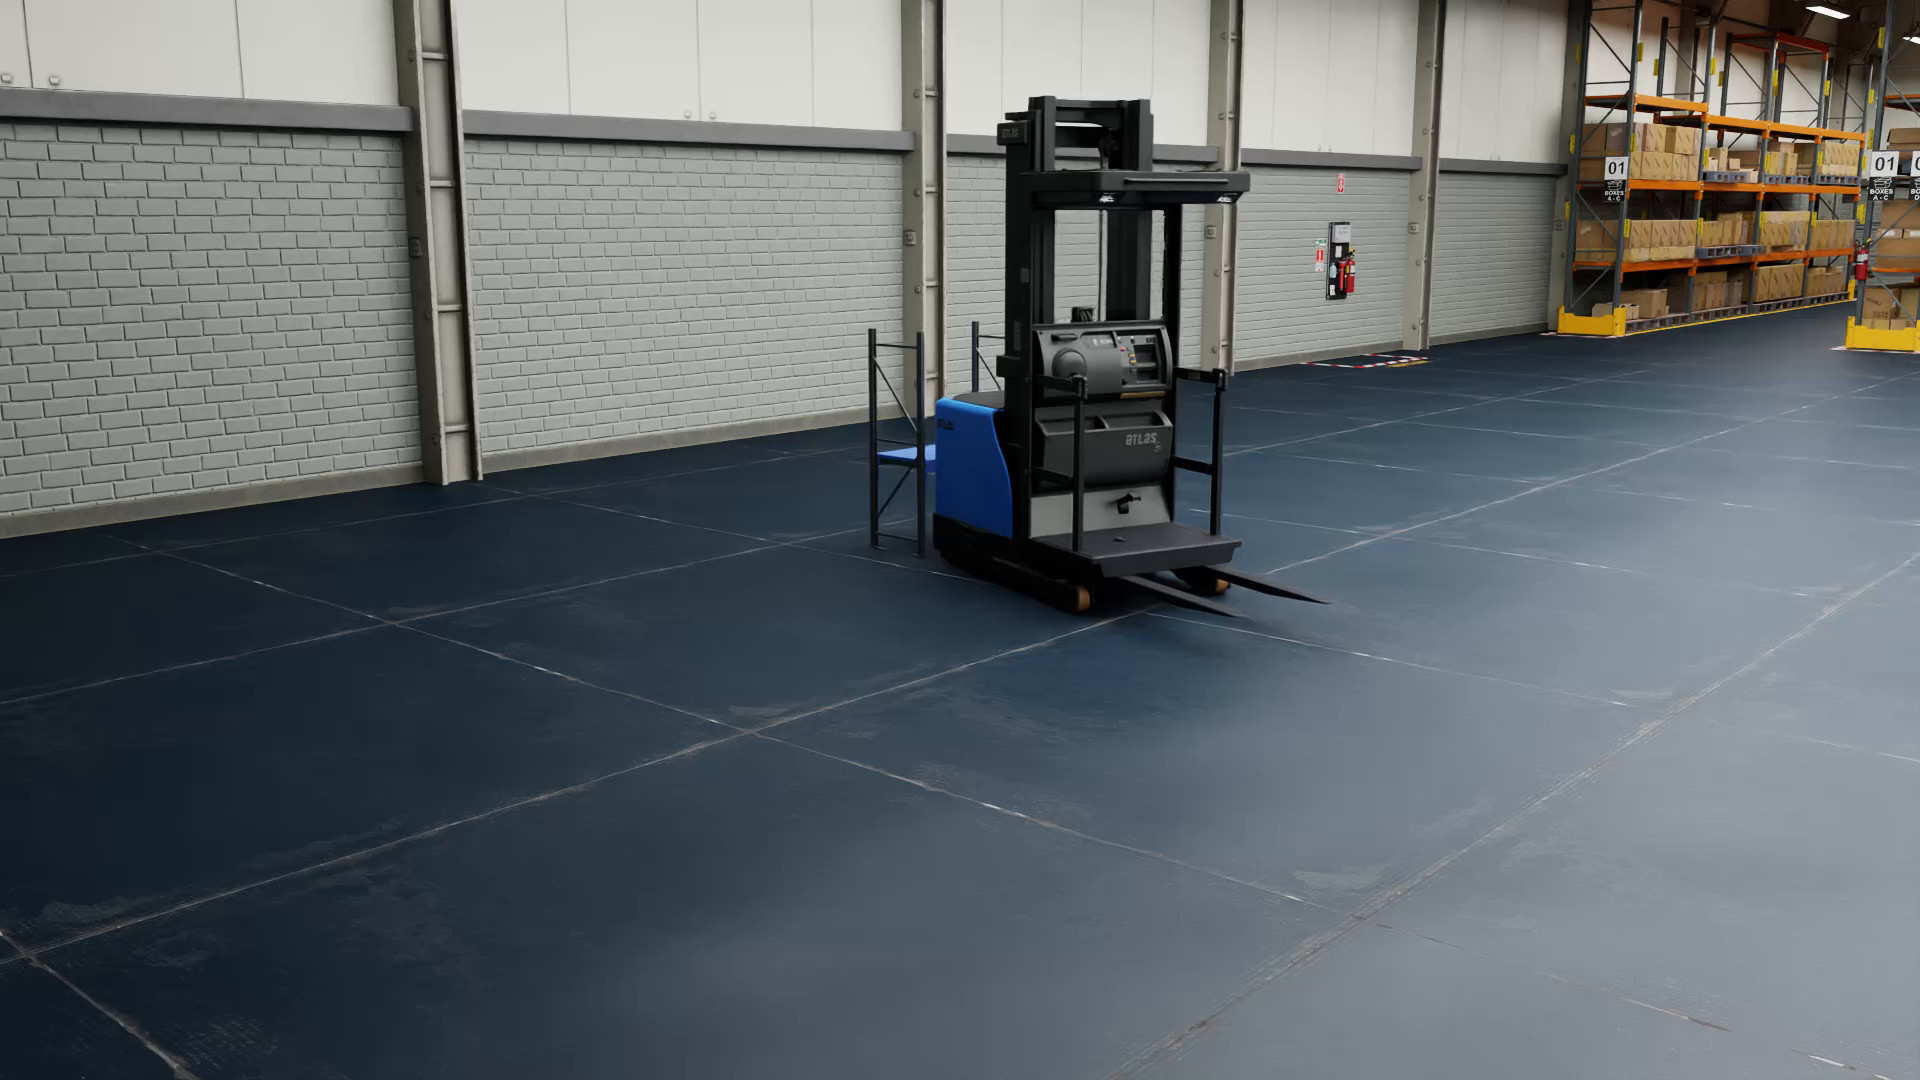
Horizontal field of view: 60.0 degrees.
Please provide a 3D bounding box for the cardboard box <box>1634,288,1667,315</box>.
[{"bbox_3d":[13.666,-4.720,32.944,0.500,0.500,0.500,8,14,36],"label":"cardboard box"}]

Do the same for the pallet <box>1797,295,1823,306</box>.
[{"bbox_3d":[20.162,-5.799,40.209,1.003,0.211,1.213,10,15,40],"label":"pallet"}]

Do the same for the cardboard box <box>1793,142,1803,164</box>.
[{"bbox_3d":[19.887,-9.218,39.688,0.500,0.500,0.500,10,15,40],"label":"cardboard box"}]

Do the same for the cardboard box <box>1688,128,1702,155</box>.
[{"bbox_3d":[14.194,-7.799,32.585,0.500,0.500,0.500,8,14,36],"label":"cardboard box"}]

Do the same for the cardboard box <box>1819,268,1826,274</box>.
[{"bbox_3d":[20.880,-6.564,40.569,0.380,0.149,0.250,9,15,39],"label":"cardboard box"}]

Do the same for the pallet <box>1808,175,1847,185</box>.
[{"bbox_3d":[20.955,-8.790,40.631,1.003,0.211,1.213,10,15,40],"label":"pallet"}]

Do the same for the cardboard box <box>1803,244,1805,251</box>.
[{"bbox_3d":[19.591,-6.865,39.016,0.380,0.149,0.250,10,15,41],"label":"cardboard box"}]

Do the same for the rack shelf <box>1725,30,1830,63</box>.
[{"bbox_3d":[18.281,-10.990,37.110,1.077,0.370,4.000,10,15,40],"label":"rack shelf"}]

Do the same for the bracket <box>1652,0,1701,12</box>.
[{"bbox_3d":[13.734,-10.616,32.696,0.076,0.066,4.783,10,15,40],"label":"bracket"}]

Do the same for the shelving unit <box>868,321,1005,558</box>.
[{"bbox_3d":[-0.073,-0.725,11.510,0.538,1.500,1.048,10,15,42],"label":"shelving unit"}]

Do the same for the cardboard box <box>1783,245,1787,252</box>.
[{"bbox_3d":[18.719,-6.684,38.109,0.380,0.149,0.250,9,15,39],"label":"cardboard box"}]

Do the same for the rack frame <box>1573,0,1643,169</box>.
[{"bbox_3d":[11.680,-8.242,29.999,1.000,3.000,0.127,10,15,40],"label":"rack frame"}]

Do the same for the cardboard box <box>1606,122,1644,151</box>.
[{"bbox_3d":[12.117,-7.345,30.310,0.500,0.500,0.500,8,14,36],"label":"cardboard box"}]

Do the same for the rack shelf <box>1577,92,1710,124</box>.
[{"bbox_3d":[13.000,-8.181,31.543,1.077,0.370,4.000,10,15,40],"label":"rack shelf"}]

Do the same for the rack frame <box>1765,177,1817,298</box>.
[{"bbox_3d":[19.601,-7.065,39.426,1.000,3.000,0.127,10,15,40],"label":"rack frame"}]

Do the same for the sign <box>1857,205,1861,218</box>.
[{"bbox_3d":[22.640,-8.265,41.874,0.100,0.325,0.005,10,15,40],"label":"sign"}]

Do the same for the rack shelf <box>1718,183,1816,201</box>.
[{"bbox_3d":[18.281,-7.889,37.729,1.077,0.370,4.000,10,15,40],"label":"rack shelf"}]

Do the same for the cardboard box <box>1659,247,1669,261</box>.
[{"bbox_3d":[13.249,-5.493,31.887,0.500,0.250,0.500,10,15,41],"label":"cardboard box"}]

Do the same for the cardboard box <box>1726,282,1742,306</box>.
[{"bbox_3d":[16.525,-5.354,36.117,0.700,0.500,0.500,10,15,41],"label":"cardboard box"}]

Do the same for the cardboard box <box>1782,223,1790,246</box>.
[{"bbox_3d":[18.493,-6.946,37.764,0.500,0.500,0.500,10,15,42],"label":"cardboard box"}]

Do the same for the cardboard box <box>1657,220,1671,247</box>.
[{"bbox_3d":[13.232,-5.859,31.805,0.500,0.500,0.500,10,15,42],"label":"cardboard box"}]

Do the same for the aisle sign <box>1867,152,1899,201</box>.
[{"bbox_3d":[15.140,-5.963,27.270,0.394,0.787,0.004,10,15,40],"label":"aisle sign"}]

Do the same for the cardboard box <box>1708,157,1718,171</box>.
[{"bbox_3d":[15.148,-7.682,34.011,0.500,0.311,0.500,10,15,42],"label":"cardboard box"}]

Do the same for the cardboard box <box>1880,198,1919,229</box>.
[{"bbox_3d":[15.756,-5.420,27.620,0.700,0.500,0.500,10,15,41],"label":"cardboard box"}]

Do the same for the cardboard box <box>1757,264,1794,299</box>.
[{"bbox_3d":[18.686,-5.973,38.376,0.750,0.750,0.750,10,15,42],"label":"cardboard box"}]

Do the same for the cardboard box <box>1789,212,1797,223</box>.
[{"bbox_3d":[18.804,-7.387,38.056,0.500,0.250,0.500,10,15,41],"label":"cardboard box"}]

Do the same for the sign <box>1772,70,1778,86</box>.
[{"bbox_3d":[17.375,-9.847,35.449,0.100,0.325,0.005,10,15,40],"label":"sign"}]

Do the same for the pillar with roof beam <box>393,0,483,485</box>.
[{"bbox_3d":[-1.116,-4.369,10.609,9.100,9.000,0.400,10,15,40],"label":"pillar with roof beam"}]

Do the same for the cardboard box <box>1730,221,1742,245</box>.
[{"bbox_3d":[16.310,-6.585,35.645,0.700,0.500,0.500,8,14,35],"label":"cardboard box"}]

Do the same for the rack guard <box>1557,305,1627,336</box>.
[{"bbox_3d":[11.730,-4.085,30.887,1.175,0.500,0.348,10,15,40],"label":"rack guard"}]

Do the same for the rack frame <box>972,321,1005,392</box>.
[{"bbox_3d":[0.276,-0.797,11.872,0.500,1.500,0.032,10,15,42],"label":"rack frame"}]

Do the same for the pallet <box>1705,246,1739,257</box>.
[{"bbox_3d":[15.685,-6.086,35.014,1.003,0.211,1.213,10,15,40],"label":"pallet"}]

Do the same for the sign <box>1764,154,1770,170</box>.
[{"bbox_3d":[17.367,-8.131,35.782,0.100,0.325,0.005,10,15,40],"label":"sign"}]

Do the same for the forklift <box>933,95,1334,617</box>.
[{"bbox_3d":[0.978,-1.115,9.811,1.130,2.935,3.031,-6,13,-29],"label":"forklift"}]

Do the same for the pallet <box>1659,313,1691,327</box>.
[{"bbox_3d":[13.904,-4.417,33.289,1.003,0.211,1.213,10,15,40],"label":"pallet"}]

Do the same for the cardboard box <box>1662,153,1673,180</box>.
[{"bbox_3d":[13.147,-7.079,31.532,0.500,0.500,0.500,11,16,44],"label":"cardboard box"}]

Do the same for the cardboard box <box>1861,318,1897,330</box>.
[{"bbox_3d":[15.536,-3.634,28.197,0.500,0.250,0.500,10,15,40],"label":"cardboard box"}]

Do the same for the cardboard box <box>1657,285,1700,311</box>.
[{"bbox_3d":[14.794,-4.989,34.288,0.700,0.500,0.500,10,15,42],"label":"cardboard box"}]

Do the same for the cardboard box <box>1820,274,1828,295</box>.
[{"bbox_3d":[20.847,-6.291,40.859,0.700,0.500,0.500,10,15,42],"label":"cardboard box"}]

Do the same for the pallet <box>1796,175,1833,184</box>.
[{"bbox_3d":[20.149,-8.612,39.737,1.003,0.211,1.213,10,15,40],"label":"pallet"}]

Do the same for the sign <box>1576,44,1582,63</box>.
[{"bbox_3d":[11.277,-8.852,30.266,0.100,0.325,0.005,10,15,40],"label":"sign"}]

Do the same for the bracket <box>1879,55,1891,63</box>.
[{"bbox_3d":[25.479,-13.234,45.803,0.235,0.232,0.430,10,15,40],"label":"bracket"}]

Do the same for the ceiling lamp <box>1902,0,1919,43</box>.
[{"bbox_3d":[21.158,-12.384,35.836,0.800,3.185,2.000,10,15,40],"label":"ceiling lamp"}]

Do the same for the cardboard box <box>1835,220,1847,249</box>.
[{"bbox_3d":[21.441,-7.616,41.418,0.980,0.700,0.700,10,15,40],"label":"cardboard box"}]

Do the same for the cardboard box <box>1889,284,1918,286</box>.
[{"bbox_3d":[16.843,-4.299,29.608,0.500,0.500,0.500,10,15,40],"label":"cardboard box"}]

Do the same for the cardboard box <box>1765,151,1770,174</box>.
[{"bbox_3d":[17.548,-8.376,36.952,0.700,0.500,0.500,9,14,37],"label":"cardboard box"}]

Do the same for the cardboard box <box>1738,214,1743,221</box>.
[{"bbox_3d":[16.756,-7.005,36.090,0.380,0.149,0.250,7,14,33],"label":"cardboard box"}]

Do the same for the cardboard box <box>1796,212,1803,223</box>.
[{"bbox_3d":[19.141,-7.462,38.432,0.500,0.250,0.500,10,15,42],"label":"cardboard box"}]

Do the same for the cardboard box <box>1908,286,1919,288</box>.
[{"bbox_3d":[16.574,-4.084,28.535,0.500,0.500,0.500,10,15,40],"label":"cardboard box"}]

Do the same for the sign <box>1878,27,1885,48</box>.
[{"bbox_3d":[15.005,-8.171,27.058,0.100,0.325,0.005,10,15,40],"label":"sign"}]

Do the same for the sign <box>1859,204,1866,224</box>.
[{"bbox_3d":[15.005,-5.416,27.608,0.100,0.325,0.005,10,15,40],"label":"sign"}]

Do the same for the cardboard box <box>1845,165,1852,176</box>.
[{"bbox_3d":[21.615,-9.087,40.947,0.500,0.250,0.500,9,14,38],"label":"cardboard box"}]

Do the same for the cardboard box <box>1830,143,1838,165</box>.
[{"bbox_3d":[20.617,-9.230,39.749,0.500,0.500,0.500,9,15,39],"label":"cardboard box"}]

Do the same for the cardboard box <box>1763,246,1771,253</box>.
[{"bbox_3d":[17.764,-6.446,36.916,0.380,0.149,0.250,10,15,42],"label":"cardboard box"}]
